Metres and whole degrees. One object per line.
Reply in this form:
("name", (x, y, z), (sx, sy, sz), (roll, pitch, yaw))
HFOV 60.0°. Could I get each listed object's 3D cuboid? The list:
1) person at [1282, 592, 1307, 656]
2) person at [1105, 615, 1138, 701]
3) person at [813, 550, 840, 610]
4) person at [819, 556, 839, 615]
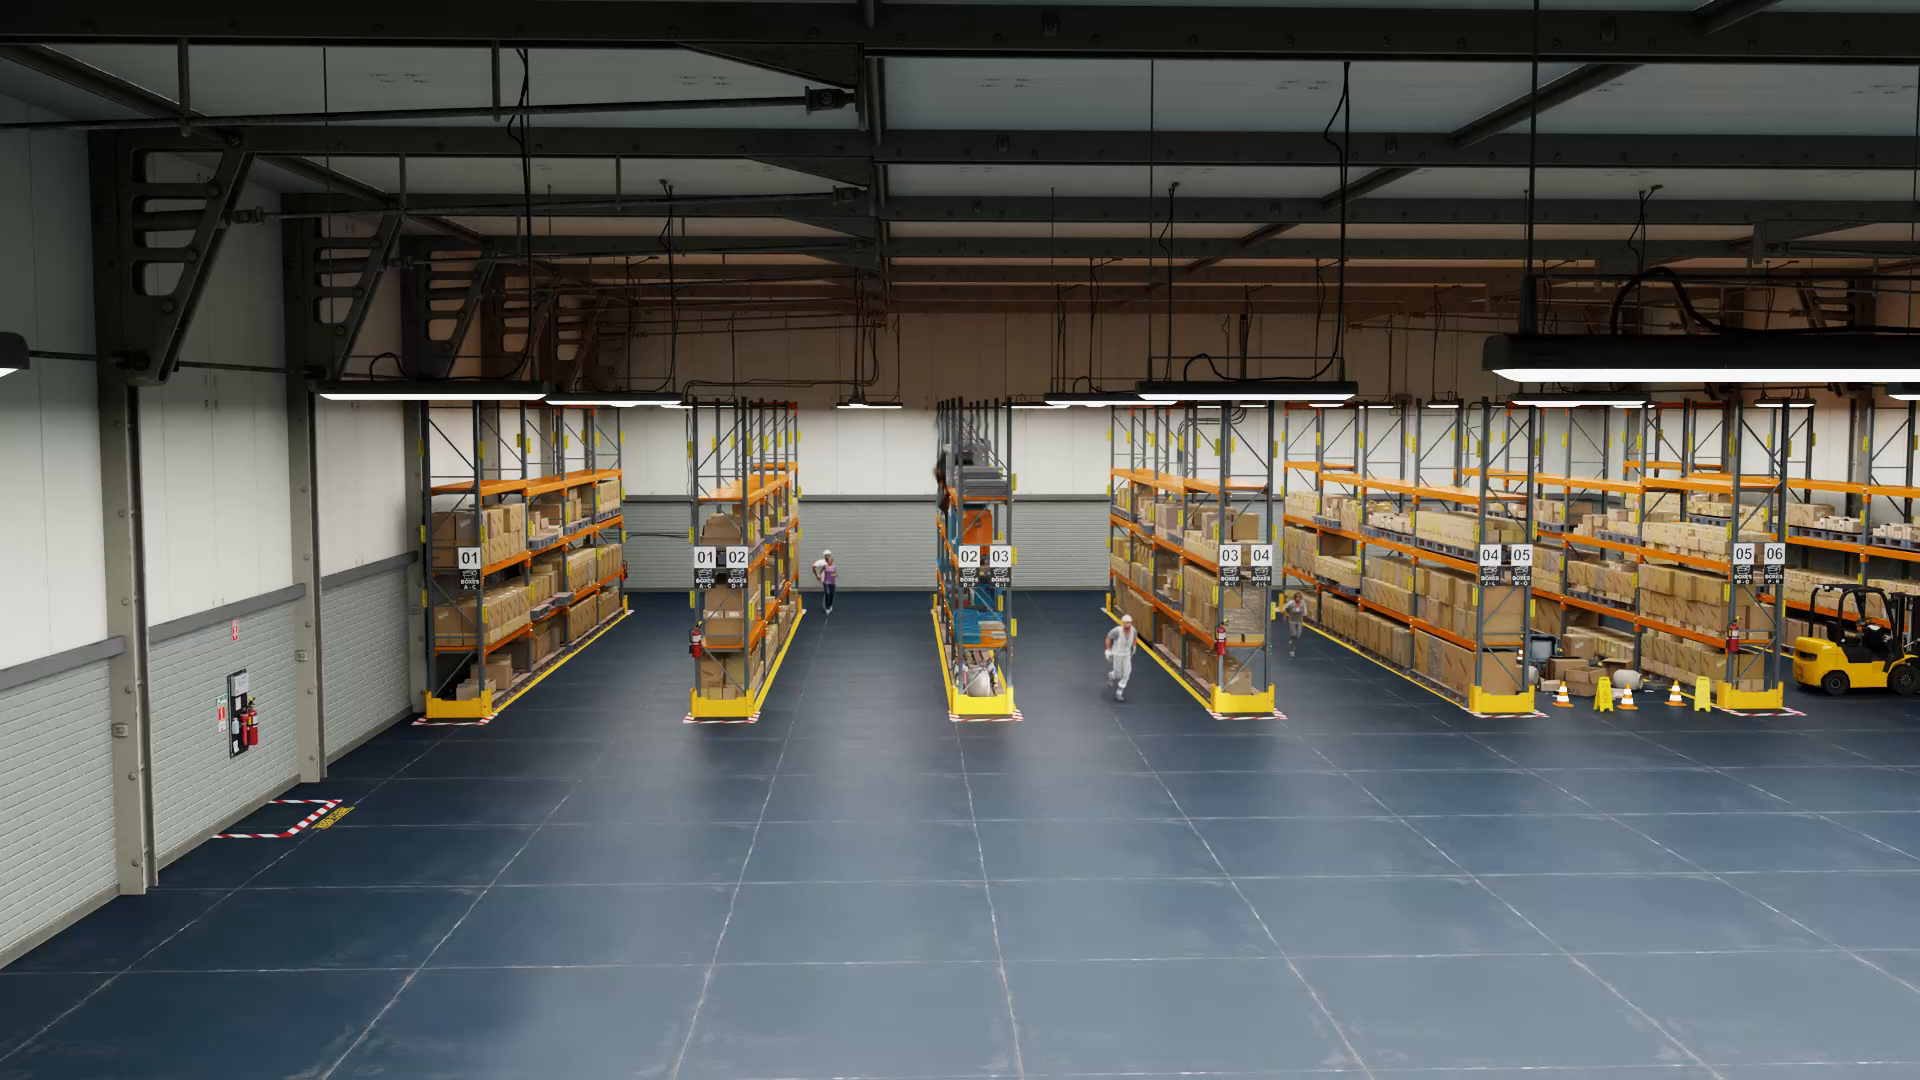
("person", (7.841, 1.979, 38.864), (0.525, 1.511, 0.651), (0, 4, -5))
("person", (3.210, 2.325, 33.200), (0.655, 1.716, 0.831), (-2, 5, -25))
("person", (-3.817, 1.158, 47.877), (0.651, 1.759, 0.829), (3, 5, 32))
("person", (-3.703, 1.279, 47.158), (0.510, 1.646, 0.727), (-1, 5, -14))
